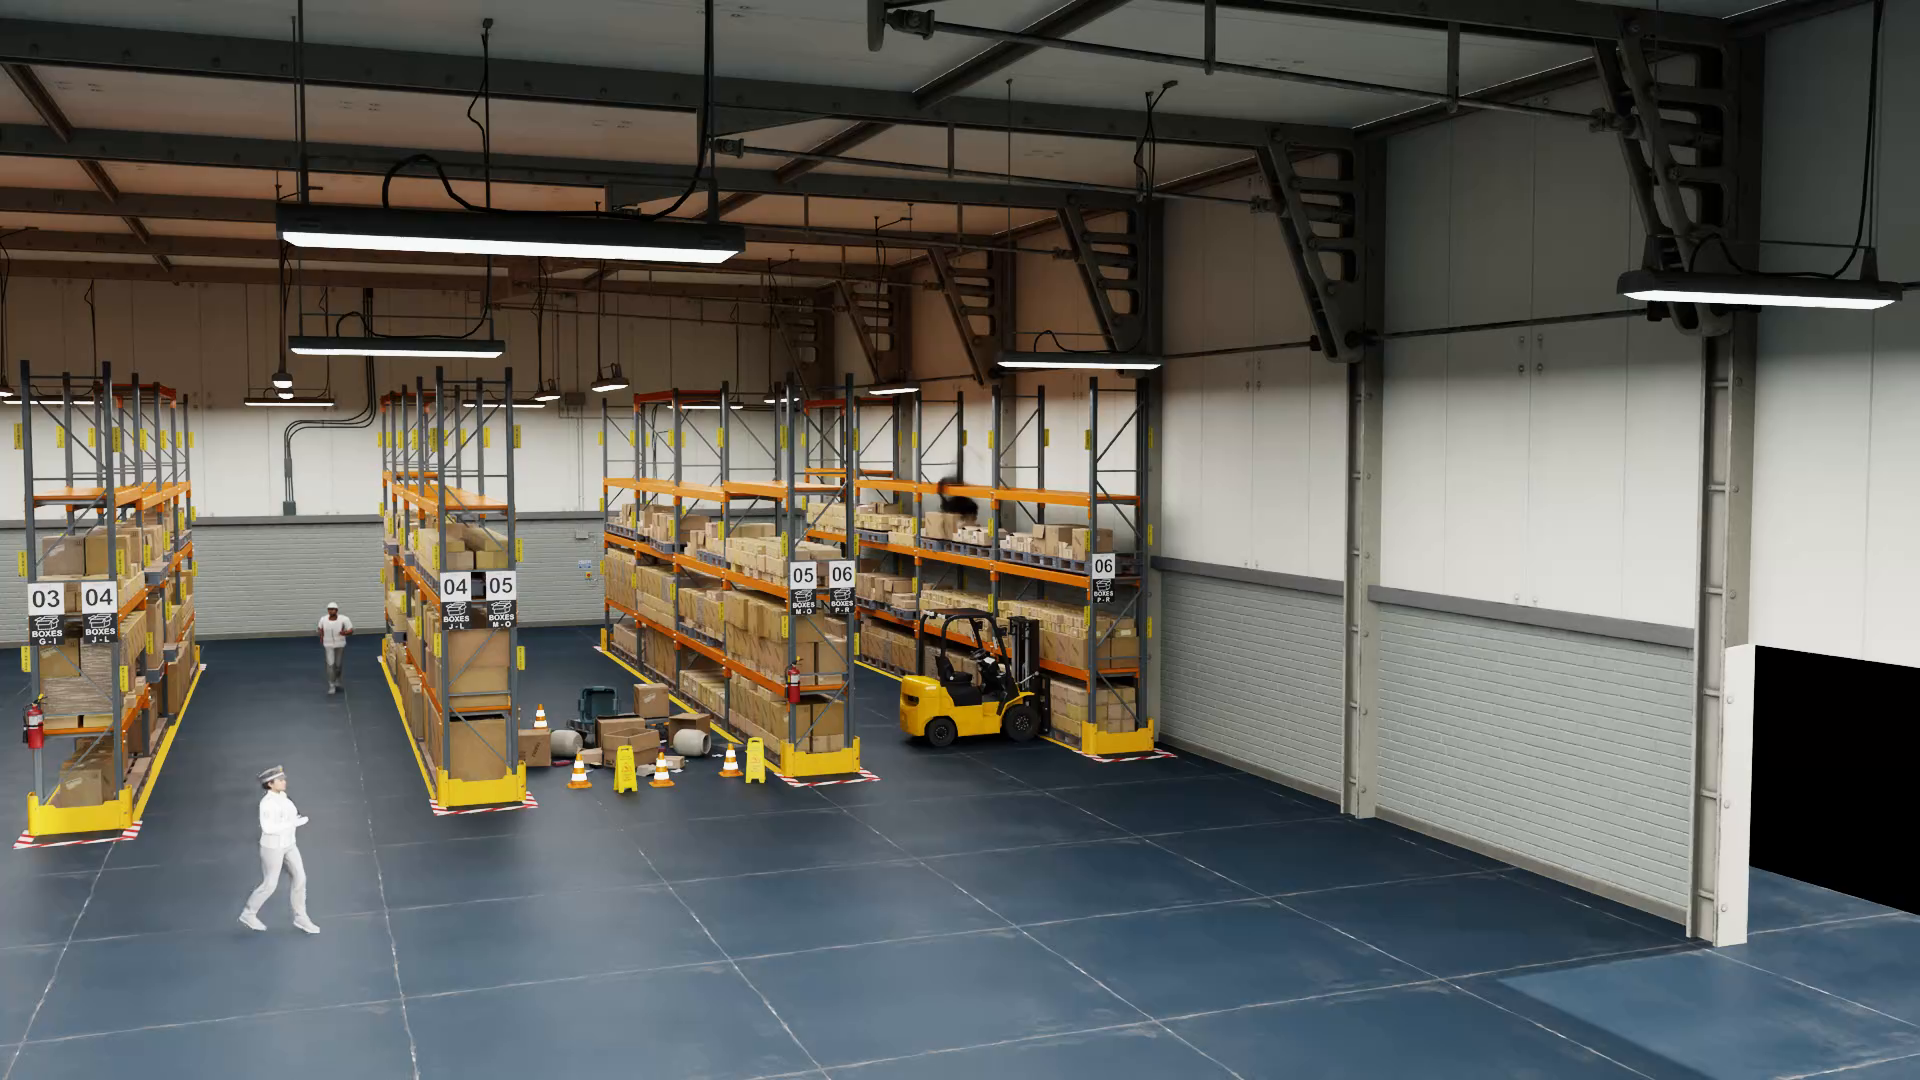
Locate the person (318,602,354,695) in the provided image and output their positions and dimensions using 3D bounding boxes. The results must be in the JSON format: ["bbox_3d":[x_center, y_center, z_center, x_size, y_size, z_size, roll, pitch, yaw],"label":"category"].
[{"bbox_3d":[-12.413,2.125,33.079,0.677,1.790,0.912,-1,4,-18],"label":"person"}]

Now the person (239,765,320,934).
[{"bbox_3d":[-6.891,3.128,16.788,0.784,1.730,0.600,0,3,6],"label":"person"}]
